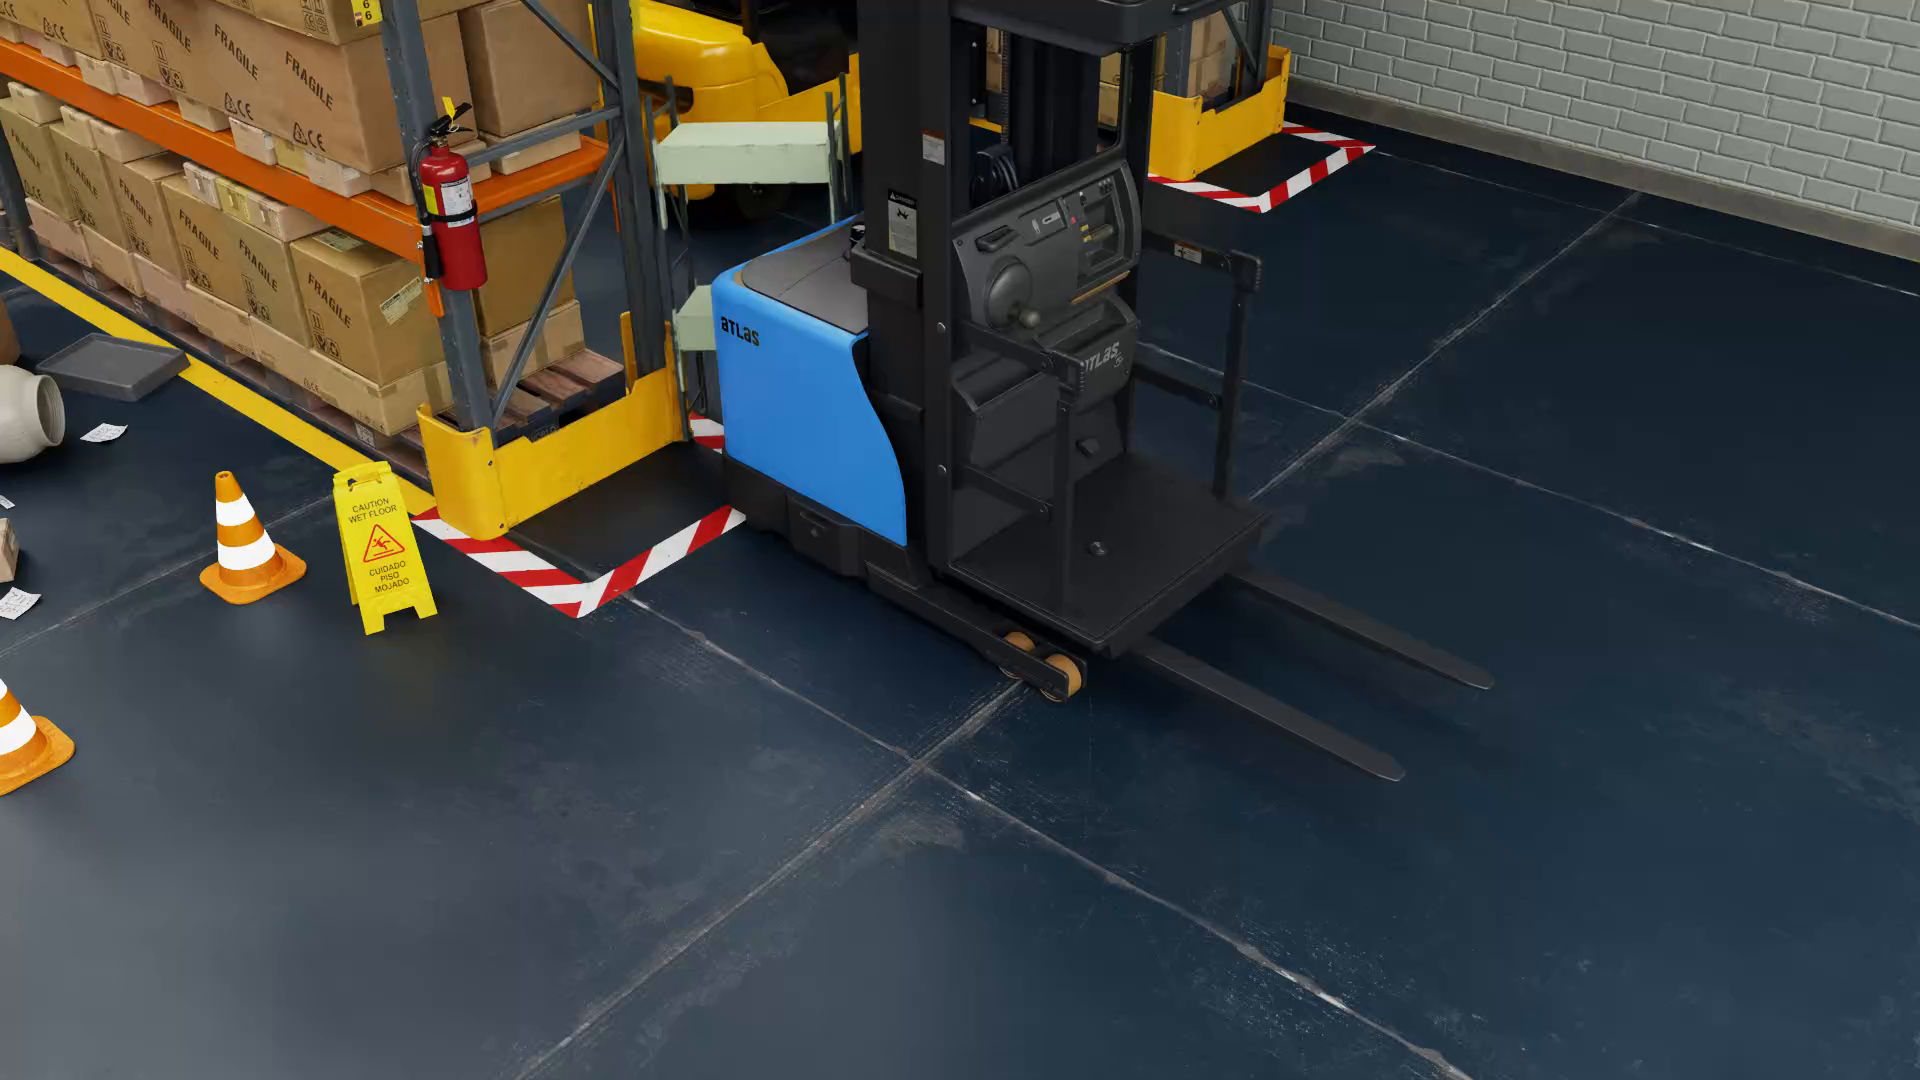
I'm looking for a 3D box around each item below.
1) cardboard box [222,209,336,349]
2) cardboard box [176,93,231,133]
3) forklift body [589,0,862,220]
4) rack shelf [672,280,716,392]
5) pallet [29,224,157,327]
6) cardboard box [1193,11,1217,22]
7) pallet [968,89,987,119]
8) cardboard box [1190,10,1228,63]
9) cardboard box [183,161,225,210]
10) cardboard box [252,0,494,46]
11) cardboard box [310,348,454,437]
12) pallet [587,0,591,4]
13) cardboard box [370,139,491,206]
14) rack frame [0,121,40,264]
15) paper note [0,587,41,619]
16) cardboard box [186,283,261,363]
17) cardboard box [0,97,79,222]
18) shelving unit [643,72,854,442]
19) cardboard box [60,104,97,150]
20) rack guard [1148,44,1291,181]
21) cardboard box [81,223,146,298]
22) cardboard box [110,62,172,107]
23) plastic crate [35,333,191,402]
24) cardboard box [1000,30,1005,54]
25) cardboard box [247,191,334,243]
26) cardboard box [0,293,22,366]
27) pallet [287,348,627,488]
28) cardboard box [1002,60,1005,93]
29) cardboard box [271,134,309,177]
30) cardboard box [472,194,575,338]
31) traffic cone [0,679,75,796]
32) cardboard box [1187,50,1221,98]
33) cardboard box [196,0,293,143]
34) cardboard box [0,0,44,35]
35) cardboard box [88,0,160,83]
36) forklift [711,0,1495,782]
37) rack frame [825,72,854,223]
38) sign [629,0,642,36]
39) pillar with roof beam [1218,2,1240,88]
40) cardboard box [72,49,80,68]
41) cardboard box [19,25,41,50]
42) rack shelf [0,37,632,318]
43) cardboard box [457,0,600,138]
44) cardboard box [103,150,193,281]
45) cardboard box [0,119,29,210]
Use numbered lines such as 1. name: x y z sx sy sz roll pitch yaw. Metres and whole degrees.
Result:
1. cardboard box: -2.813 -1.220 7.273 0.500 0.500 0.500 27 43 33
2. cardboard box: -3.079 -1.879 7.058 0.250 0.149 0.380 25 42 31
3. forklift body: -1.078 -3.212 9.526 1.214 2.155 2.313 25 42 32
4. rack shelf: -0.833 -0.894 7.242 0.720 0.370 0.431 0 27 5
5. pallet: -4.162 -1.579 8.863 1.213 0.211 1.003 25 42 32
6. cardboard box: 1.298 -3.377 10.192 0.500 0.250 0.500 25 41 31
7. pallet: -0.002 -3.220 11.252 1.213 0.211 1.003 25 42 32
8. cardboard box: 1.318 -3.175 10.339 0.500 0.250 0.500 26 42 33
9. cardboard box: -3.127 -1.593 7.242 0.250 0.149 0.380 27 43 34
10. cardboard box: -2.159 -2.173 6.031 0.500 0.500 0.700 24 41 31
11. cardboard box: -2.439 -0.731 7.223 0.500 0.250 0.500 25 42 32
12. pallet: -2.119 -4.218 12.705 1.213 0.211 1.003 25 42 32
13. cardboard box: -2.051 -1.446 6.428 0.250 0.149 0.380 27 43 33
14. rack frame: -4.701 -2.956 8.405 0.127 3.000 1.000 25 42 32
15. paper note: -3.627 0.240 6.373 0.142 0.019 0.148 12 36 16
16. cardboard box: -3.219 -1.101 7.761 0.500 0.250 0.500 24 41 30
17. cardboard box: -4.420 -1.974 8.370 0.500 0.500 0.500 27 43 34
18. shelving unit: -0.844 -1.185 7.096 0.755 1.500 0.431 0 27 5
19. cardboard box: -3.967 -1.984 7.812 0.250 0.149 0.380 27 43 33
20. rack guard: 1.565 -2.629 10.137 0.348 0.500 1.175 25 42 32
21. cardboard box: -4.003 -1.476 8.308 0.500 0.250 0.500 28 43 34
22. cardboard box: -3.475 -2.052 7.311 0.250 0.149 0.380 25 42 32
23. plastic crate: -4.019 -0.827 7.884 0.583 0.080 0.402 12 36 16
24. cardboard box: 0.593 -3.141 10.290 0.500 0.250 0.500 25 42 31
25. cardboard box: -2.735 -1.404 6.967 0.250 0.149 0.380 27 43 33
26. cardboard box: -4.748 -0.947 7.685 0.500 0.500 0.500 -6 35 -8
27. pallet: -2.287 -0.695 7.576 1.213 0.211 1.003 25 42 32
28. cardboard box: 0.607 -2.925 10.417 0.500 0.250 0.500 25 42 32
29. cardboard box: -2.500 -1.592 6.640 0.250 0.149 0.380 24 41 31
30. cardboard box: -2.089 -1.277 7.355 0.500 0.500 0.500 24 41 30
31. traffic cone: -3.232 0.550 5.540 0.334 0.463 0.336 25 42 32
32. cardboard box: 1.294 -2.971 10.484 0.500 0.250 0.500 25 42 32
33. cardboard box: -2.602 -1.931 6.561 0.500 0.500 0.500 25 42 32
34. cardboard box: -4.141 -2.668 7.634 0.500 0.500 0.500 25 42 32
35. cardboard box: -3.362 -2.306 7.107 0.500 0.500 0.500 26 42 32
36. forklift: 0.470 -0.972 5.576 3.031 2.935 1.130 27 43 33
37. rack frame: -0.479 -1.183 7.063 0.023 1.500 0.400 0 27 5
38. sign: -1.280 -2.100 6.394 0.005 0.325 0.100 25 42 32
39. pillar with roof beam: -1.167 -4.913 5.954 0.400 9.000 9.100 25 42 32
40. cardboard box: -3.820 -2.259 7.612 0.250 0.149 0.380 25 42 32
41. cardboard box: -4.213 -2.447 7.886 0.250 0.149 0.380 25 42 32
42. rack shelf: -3.164 -1.935 7.554 4.000 0.370 1.077 25 42 32
43. cardboard box: -1.813 -1.963 6.608 0.500 0.500 0.500 25 41 31
44. cardboard box: -3.604 -1.596 7.821 0.500 0.500 0.500 28 43 34
45. cardboard box: -5.106 -2.235 9.305 0.625 0.372 0.950 26 42 32
